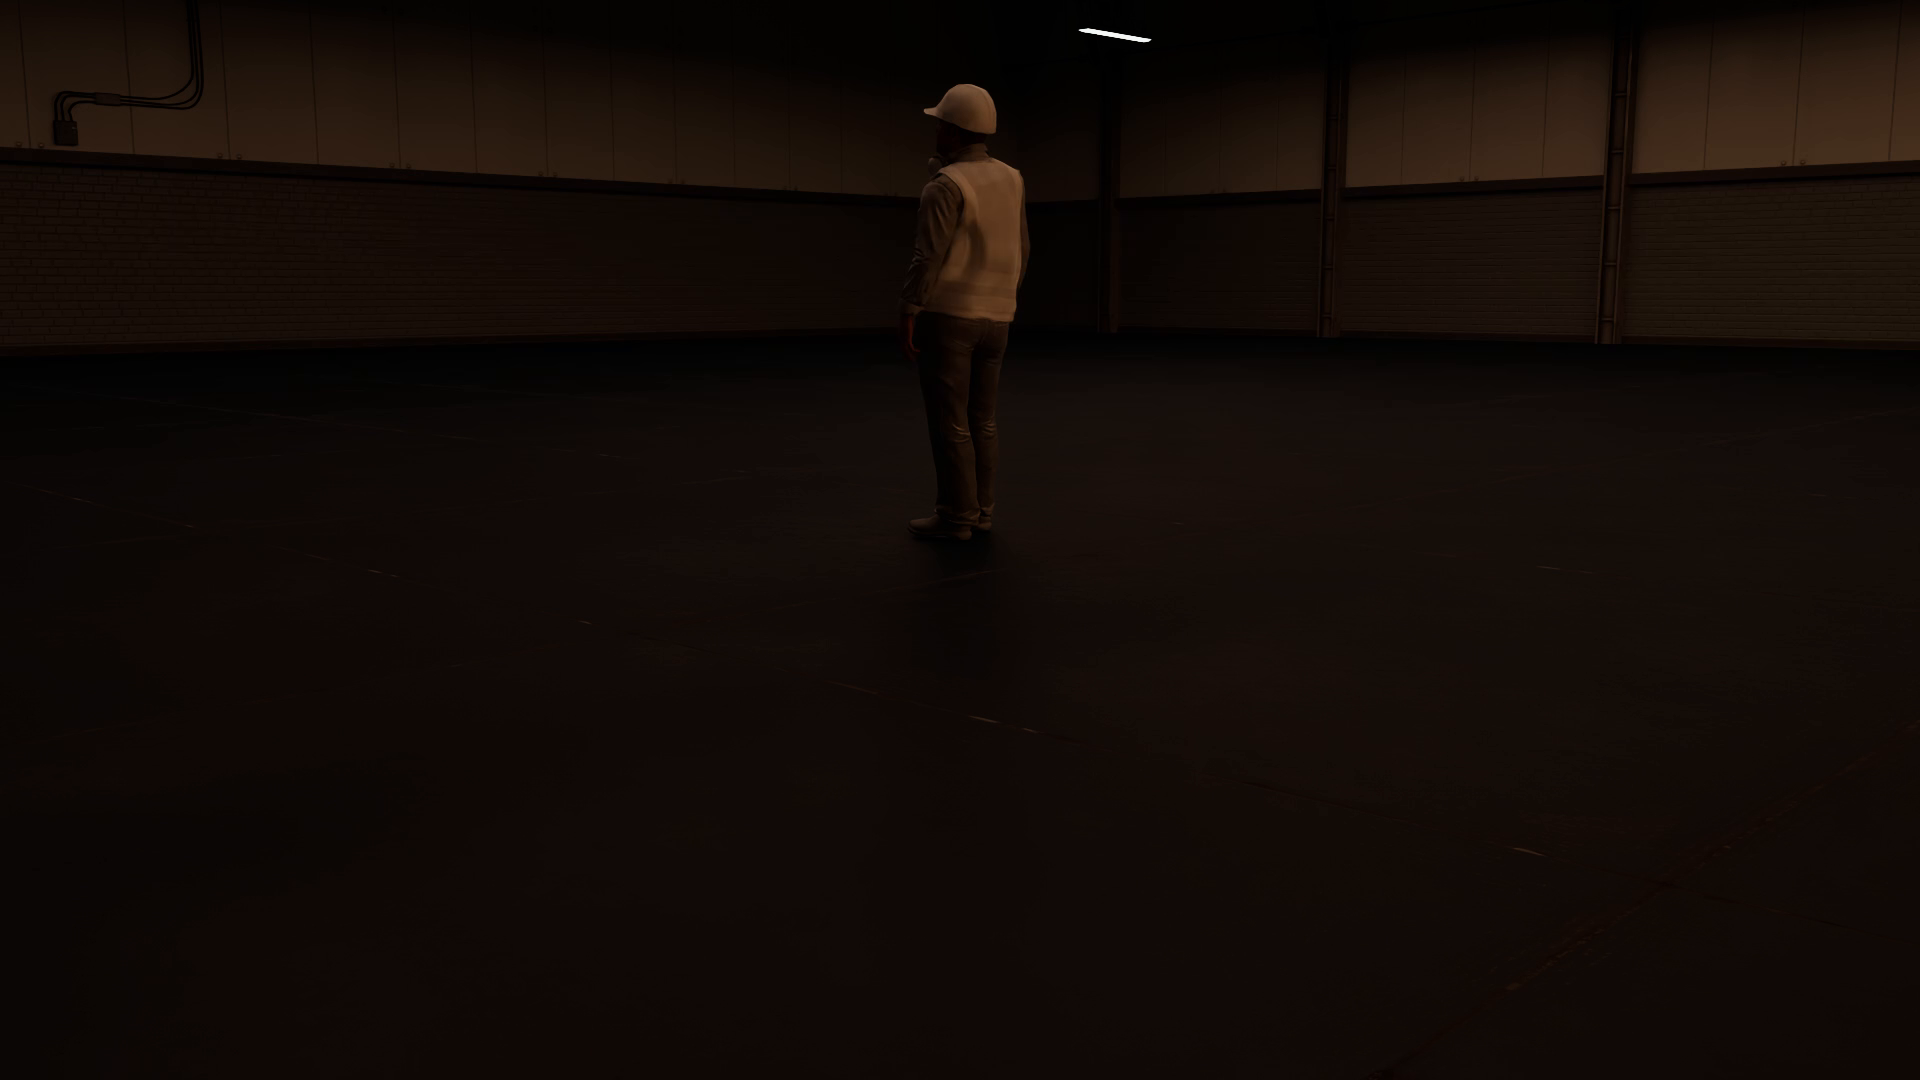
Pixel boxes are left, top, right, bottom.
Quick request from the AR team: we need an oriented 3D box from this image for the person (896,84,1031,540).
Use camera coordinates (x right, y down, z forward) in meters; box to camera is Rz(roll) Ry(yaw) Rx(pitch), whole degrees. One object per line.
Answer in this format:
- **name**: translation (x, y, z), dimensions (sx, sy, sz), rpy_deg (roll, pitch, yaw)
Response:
- **person**: translation (-0.039, -0.892, 6.632), dimensions (0.568, 1.773, 0.632), rpy_deg (8, 12, 43)
